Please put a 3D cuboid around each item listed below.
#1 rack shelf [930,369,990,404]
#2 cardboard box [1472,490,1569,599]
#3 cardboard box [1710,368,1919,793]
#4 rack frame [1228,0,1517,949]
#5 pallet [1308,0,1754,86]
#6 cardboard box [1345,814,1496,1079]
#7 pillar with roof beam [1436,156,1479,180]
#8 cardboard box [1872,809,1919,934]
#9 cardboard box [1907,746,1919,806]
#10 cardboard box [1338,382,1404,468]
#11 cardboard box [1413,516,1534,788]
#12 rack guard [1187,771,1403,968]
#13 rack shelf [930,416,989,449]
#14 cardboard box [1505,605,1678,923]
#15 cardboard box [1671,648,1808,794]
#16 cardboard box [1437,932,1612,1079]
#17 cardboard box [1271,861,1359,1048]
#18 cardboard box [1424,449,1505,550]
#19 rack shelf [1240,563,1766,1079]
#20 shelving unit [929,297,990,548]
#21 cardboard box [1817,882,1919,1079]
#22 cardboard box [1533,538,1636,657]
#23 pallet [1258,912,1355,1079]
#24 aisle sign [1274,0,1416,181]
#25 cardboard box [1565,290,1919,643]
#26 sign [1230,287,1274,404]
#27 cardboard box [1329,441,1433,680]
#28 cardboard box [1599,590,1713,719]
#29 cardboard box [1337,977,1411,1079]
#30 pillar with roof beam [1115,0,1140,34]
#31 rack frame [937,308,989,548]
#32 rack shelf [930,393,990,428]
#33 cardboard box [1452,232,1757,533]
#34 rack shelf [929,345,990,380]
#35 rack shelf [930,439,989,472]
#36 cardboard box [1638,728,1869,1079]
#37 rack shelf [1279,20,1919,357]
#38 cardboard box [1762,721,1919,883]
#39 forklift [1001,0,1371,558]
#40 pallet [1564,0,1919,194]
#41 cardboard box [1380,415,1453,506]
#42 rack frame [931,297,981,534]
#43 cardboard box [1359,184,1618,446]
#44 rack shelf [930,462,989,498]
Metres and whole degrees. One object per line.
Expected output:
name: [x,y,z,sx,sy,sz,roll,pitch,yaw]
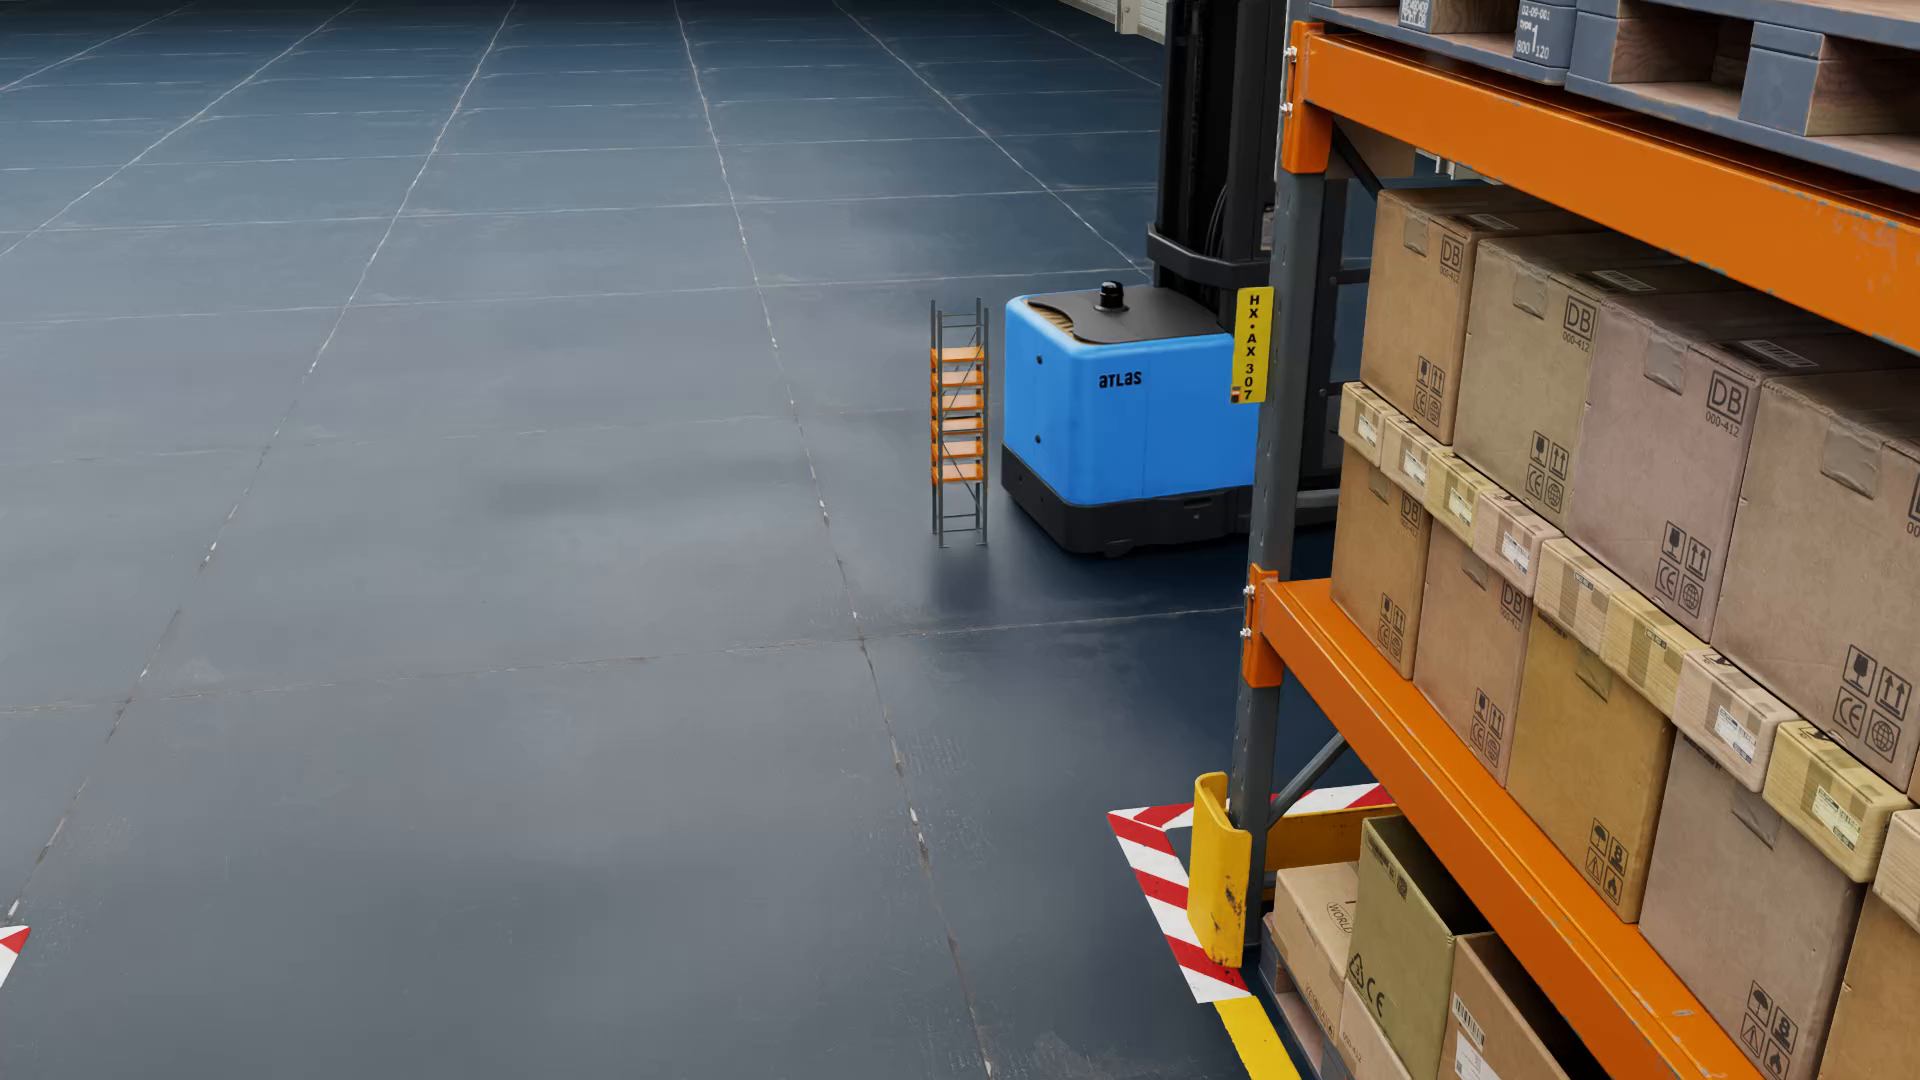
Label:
rack shelf: [-0.003,-0.735,7.945,0.258,0.103,0.180,-4,24,-10]
cardboard box: [1.344,-0.007,3.582,0.380,0.149,0.250,-5,24,-11]
cardboard box: [1.715,0.032,2.684,0.700,0.500,0.500,-4,24,-10]
rack frame: [1.342,-0.135,4.811,1.000,3.000,0.127,-4,24,-10]
pallet: [1.447,-1.189,3.588,1.003,0.211,1.213,-4,24,-10]
cardboard box: [1.317,1.013,4.157,0.500,0.500,0.500,-4,24,-10]
pillar with roof beam: [0.739,-7.442,14.047,9.100,9.000,0.400,-4,24,-10]
cardboard box: [1.588,0.505,2.412,0.380,0.149,0.250,-4,24,-8]
cardboard box: [1.807,0.228,2.234,0.700,0.500,0.500,-4,24,-10]
cardboard box: [1.203,-0.308,4.272,0.380,0.149,0.250,-4,24,-10]
cardboard box: [1.518,0.210,3.897,0.700,0.500,0.500,-4,24,-8]
rack guard: [1.338,1.001,5.333,1.175,0.500,0.348,-4,24,-10]
rack shelf: [-0.003,-0.515,8.041,0.258,0.103,0.180,-4,24,-10]
cardboard box: [1.604,0.406,3.448,0.700,0.500,0.500,-4,24,-9]
cardboard box: [1.486,0.297,2.887,0.380,0.149,0.250,-4,24,-9]
cardboard box: [1.422,1.209,3.709,0.500,0.500,0.500,-4,24,-10]
cardboard box: [1.223,1.160,4.757,0.500,0.250,0.500,-4,24,-10]
cardboard box: [1.299,-0.106,3.809,0.380,0.149,0.250,-4,24,-10]
rack shelf: [1.712,0.981,3.154,1.077,0.370,4.000,-4,24,-10]
shelving unit: [-0.003,-0.556,8.023,0.258,1.200,0.189,-4,24,-10]
cardboard box: [1.801,0.814,2.514,0.700,0.500,0.500,-4,24,-9]
cardboard box: [1.396,0.098,3.342,0.380,0.149,0.250,-5,24,-12]
pallet: [1.525,1.440,4.688,1.003,0.211,1.213,-4,24,-10]
aisle sign: [1.029,-1.330,4.298,0.394,0.787,0.004,-4,24,-10]
cardboard box: [1.622,-0.165,3.135,0.700,0.500,0.500,-4,24,-10]
sign: [0.796,-0.529,4.534,0.100,0.325,0.005,-4,24,-10]
cardboard box: [1.416,0.004,4.369,0.700,0.500,0.500,-4,24,-10]
cardboard box: [1.443,0.199,3.112,0.380,0.149,0.250,-5,24,-10]
cardboard box: [1.319,1.356,4.307,0.500,0.250,0.500,-4,24,-10]
pillar with roof beam: [-1.479,-12.163,24.855,9.100,9.000,0.400,-4,24,-10]
rack frame: [0.014,-0.520,7.940,0.240,1.200,0.006,-4,24,-10]
rack shelf: [-0.003,-0.625,7.993,0.258,0.103,0.180,-4,24,-10]
cardboard box: [1.528,-0.364,3.589,0.700,0.500,0.500,-5,24,-11]
rack shelf: [-0.003,-0.845,7.897,0.258,0.103,0.180,-4,24,-10]
rack shelf: [-0.003,-0.405,8.089,0.258,0.103,0.180,-4,24,-10]
cardboard box: [1.705,0.612,2.975,0.700,0.500,0.500,-4,24,-8]
rack shelf: [1.712,-0.393,2.554,1.077,0.370,4.000,-4,24,-10]
cardboard box: [1.536,0.400,2.650,0.380,0.149,0.250,-4,24,-8]
forklift: [1.790,-1.595,8.240,3.031,2.935,1.130,-8,25,-17]
pallet: [1.676,-0.708,2.487,1.003,0.211,1.213,-4,24,-10]
cardboard box: [1.255,-0.204,4.034,0.380,0.149,0.250,-5,24,-11]
rack frame: [-0.020,-0.592,8.105,0.240,1.200,0.006,-4,24,-10]
cardboard box: [1.426,-0.570,4.061,0.700,0.500,0.500,-4,24,-10]
rack shelf: [-0.003,-0.295,8.137,0.258,0.103,0.180,-4,24,-10]
